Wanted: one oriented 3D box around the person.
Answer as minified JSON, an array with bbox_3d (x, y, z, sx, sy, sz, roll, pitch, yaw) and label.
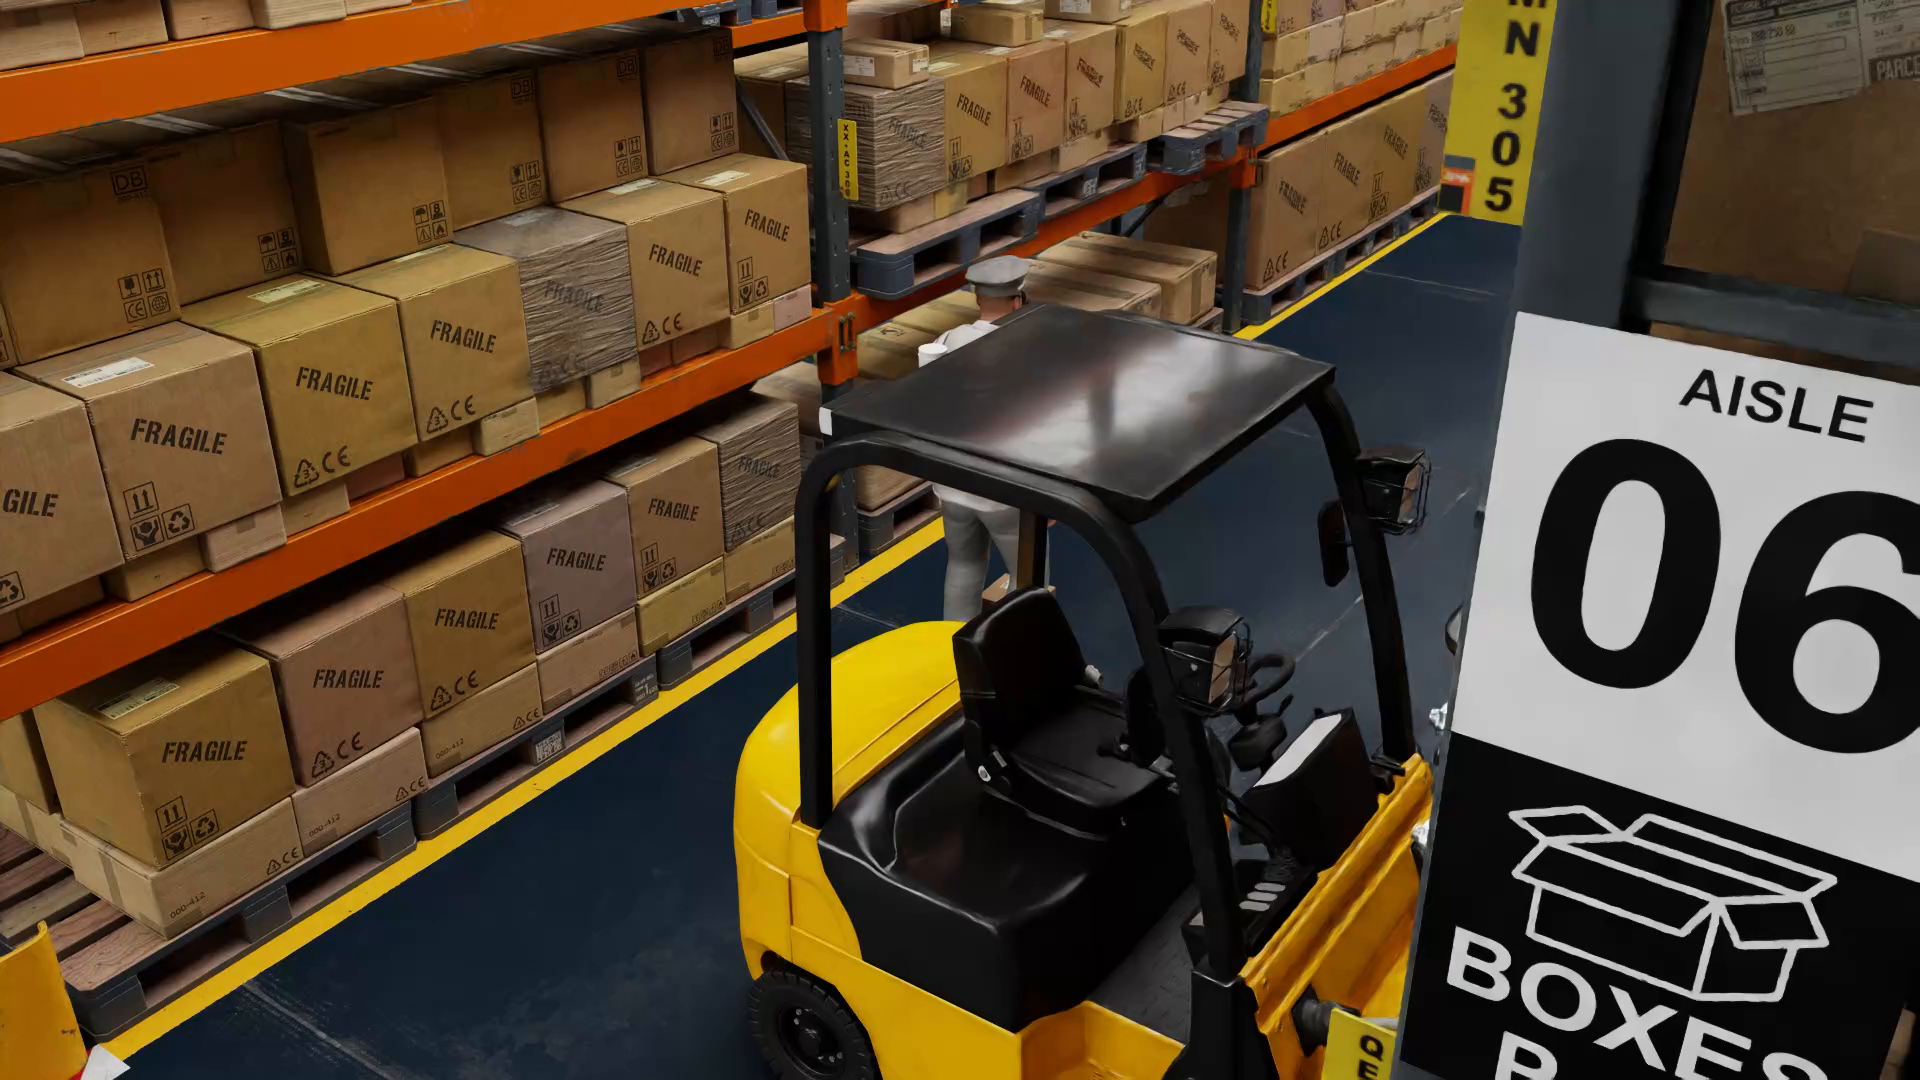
[{"bbox_3d":[0.127,-0.226,6.556,0.587,1.748,0.442,15,31,27],"label":"person"}]
